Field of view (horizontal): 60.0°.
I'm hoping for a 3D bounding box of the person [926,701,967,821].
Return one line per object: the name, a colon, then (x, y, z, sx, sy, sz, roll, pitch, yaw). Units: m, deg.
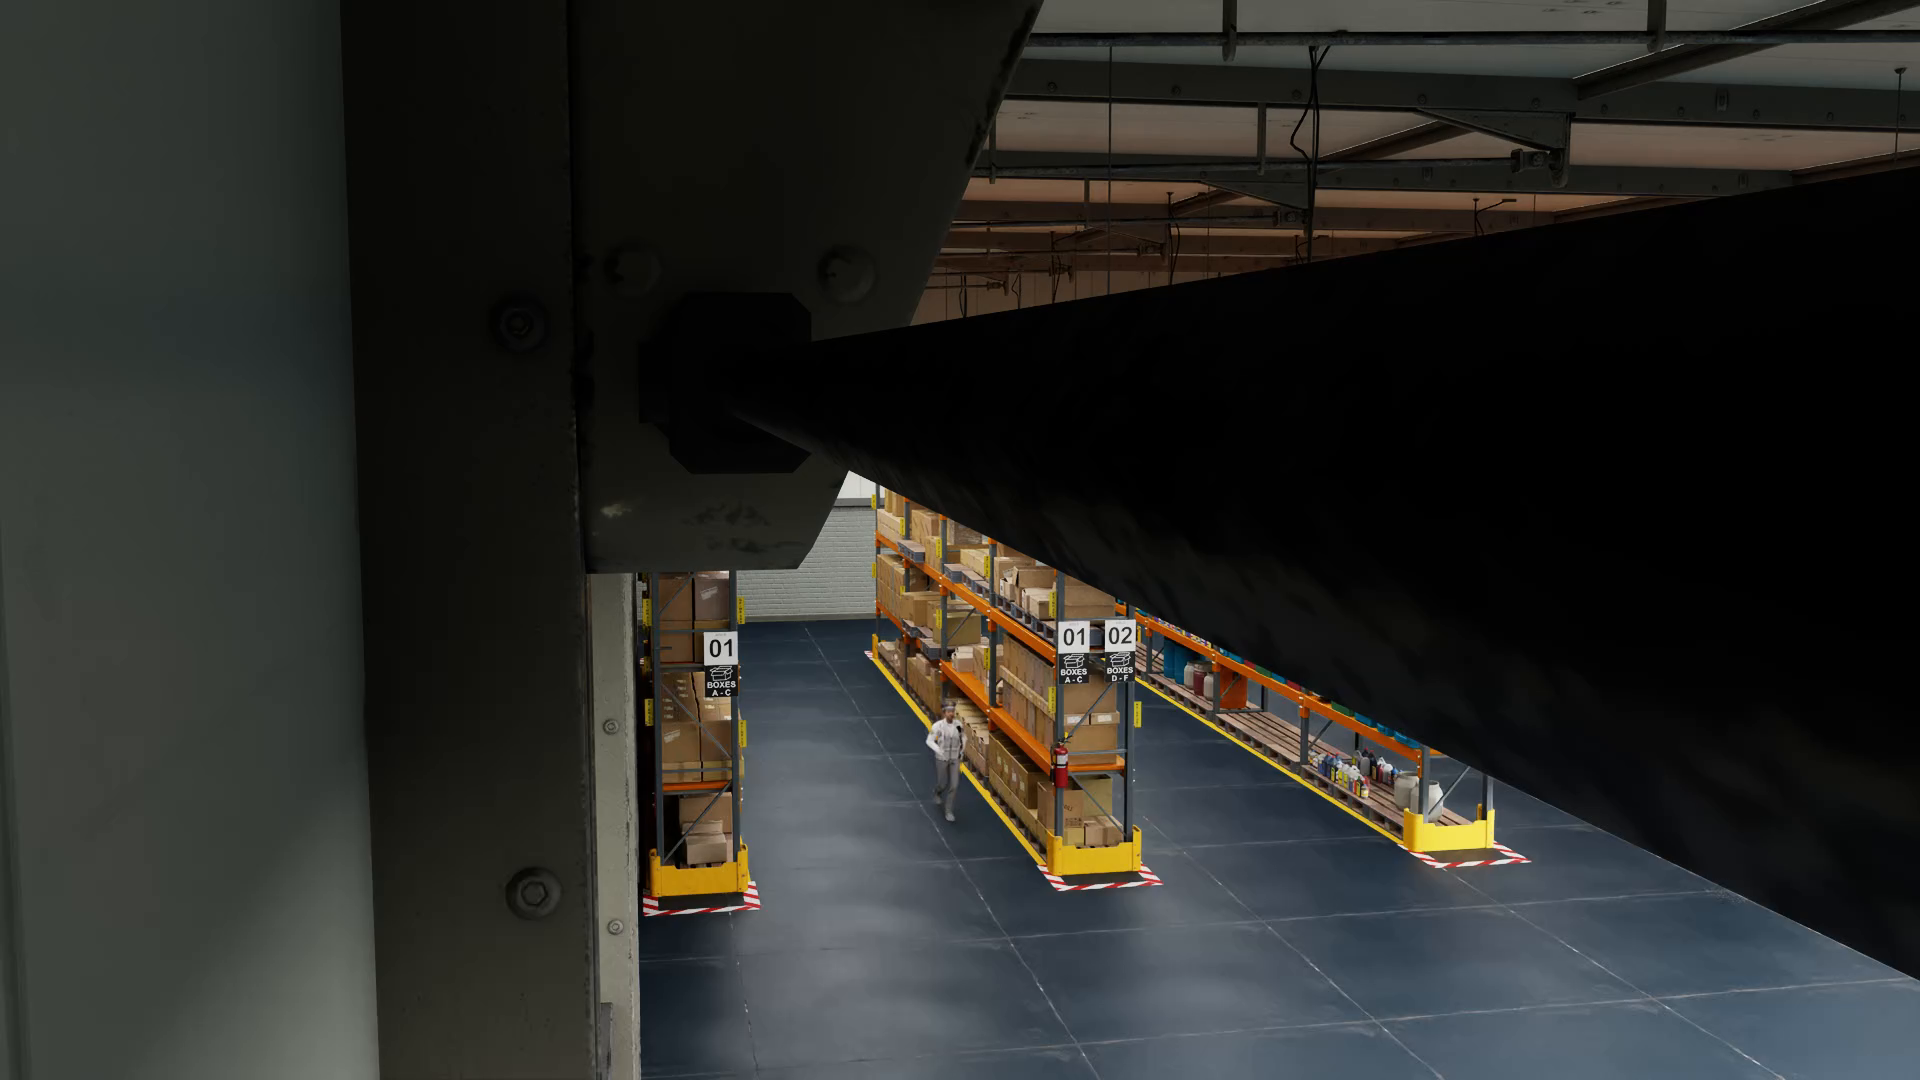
person: (-0.173, 3.085, 23.532, 0.611, 1.670, 0.720, -2, 6, -17)
